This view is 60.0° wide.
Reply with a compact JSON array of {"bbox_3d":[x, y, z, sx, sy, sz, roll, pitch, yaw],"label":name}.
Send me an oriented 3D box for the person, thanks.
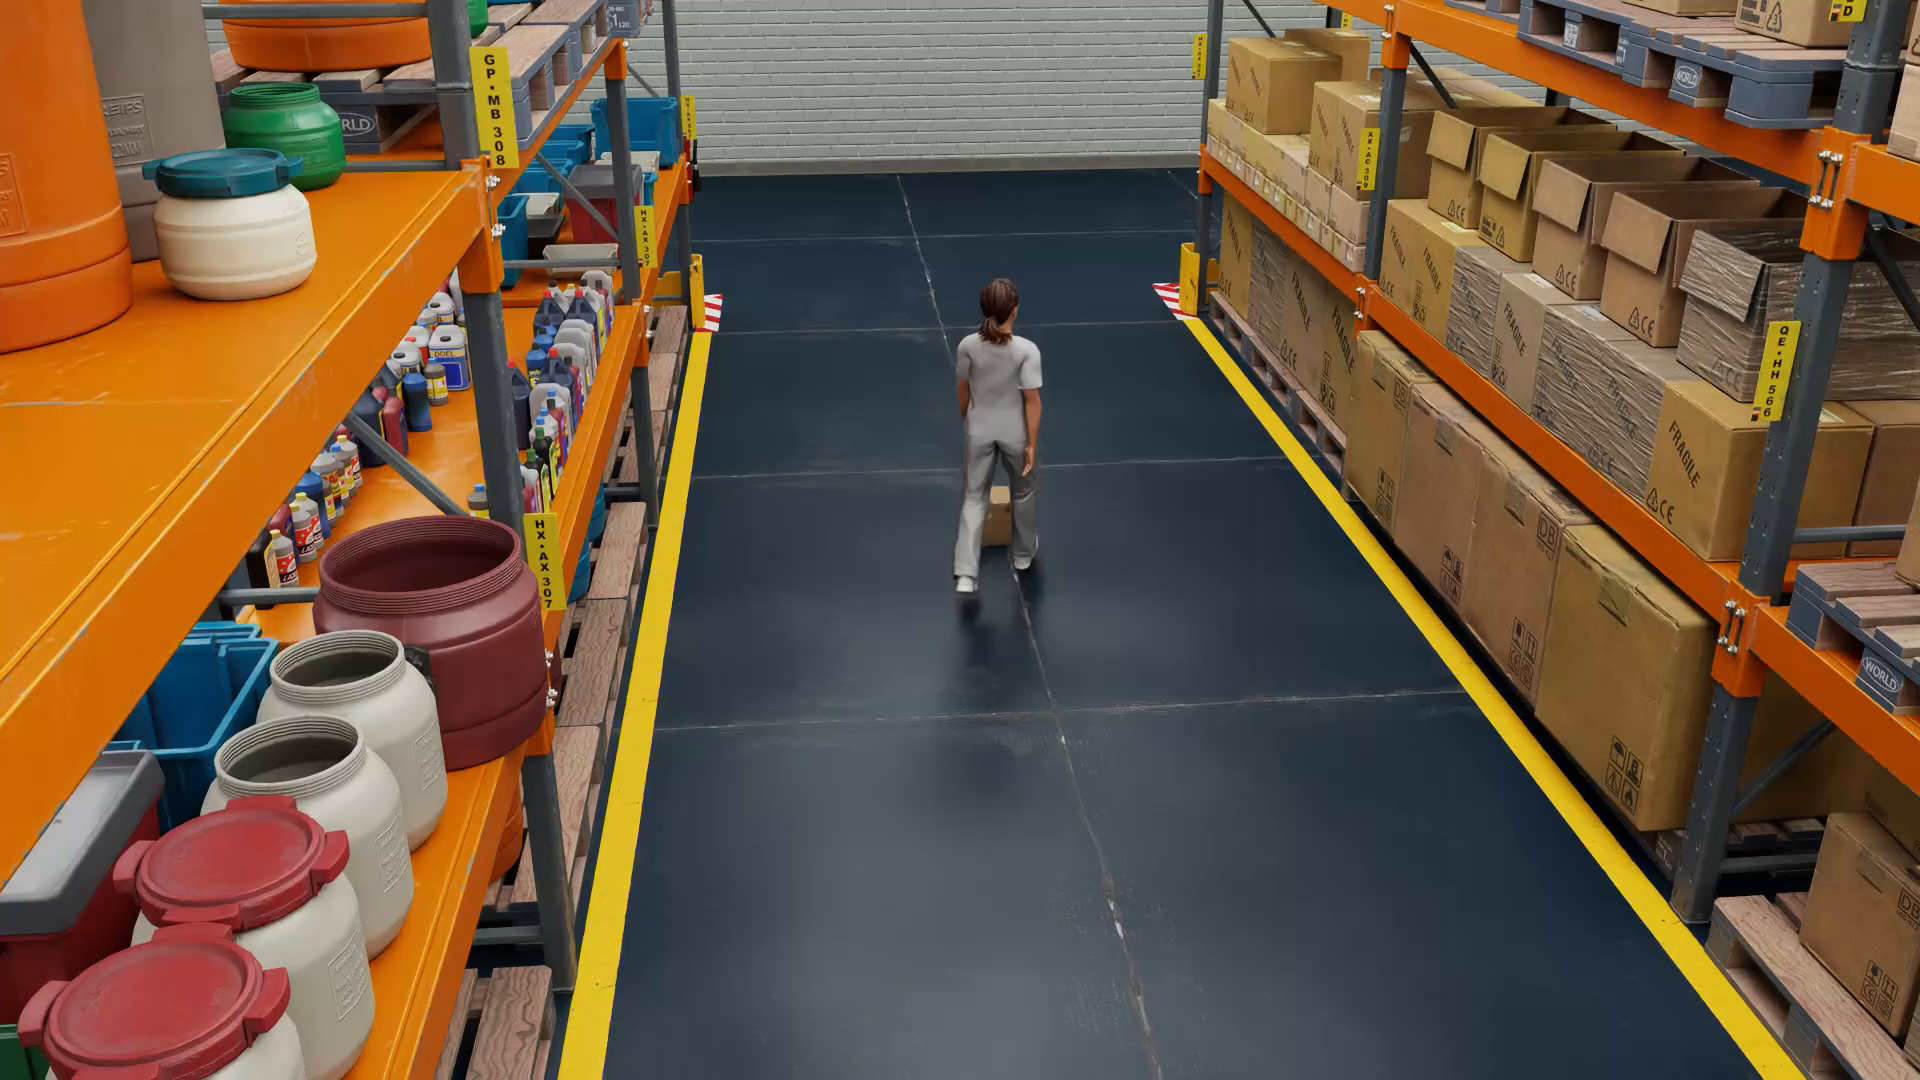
[{"bbox_3d":[0.204,-0.534,8.306,0.444,1.630,0.911,4,24,9],"label":"person"}]
